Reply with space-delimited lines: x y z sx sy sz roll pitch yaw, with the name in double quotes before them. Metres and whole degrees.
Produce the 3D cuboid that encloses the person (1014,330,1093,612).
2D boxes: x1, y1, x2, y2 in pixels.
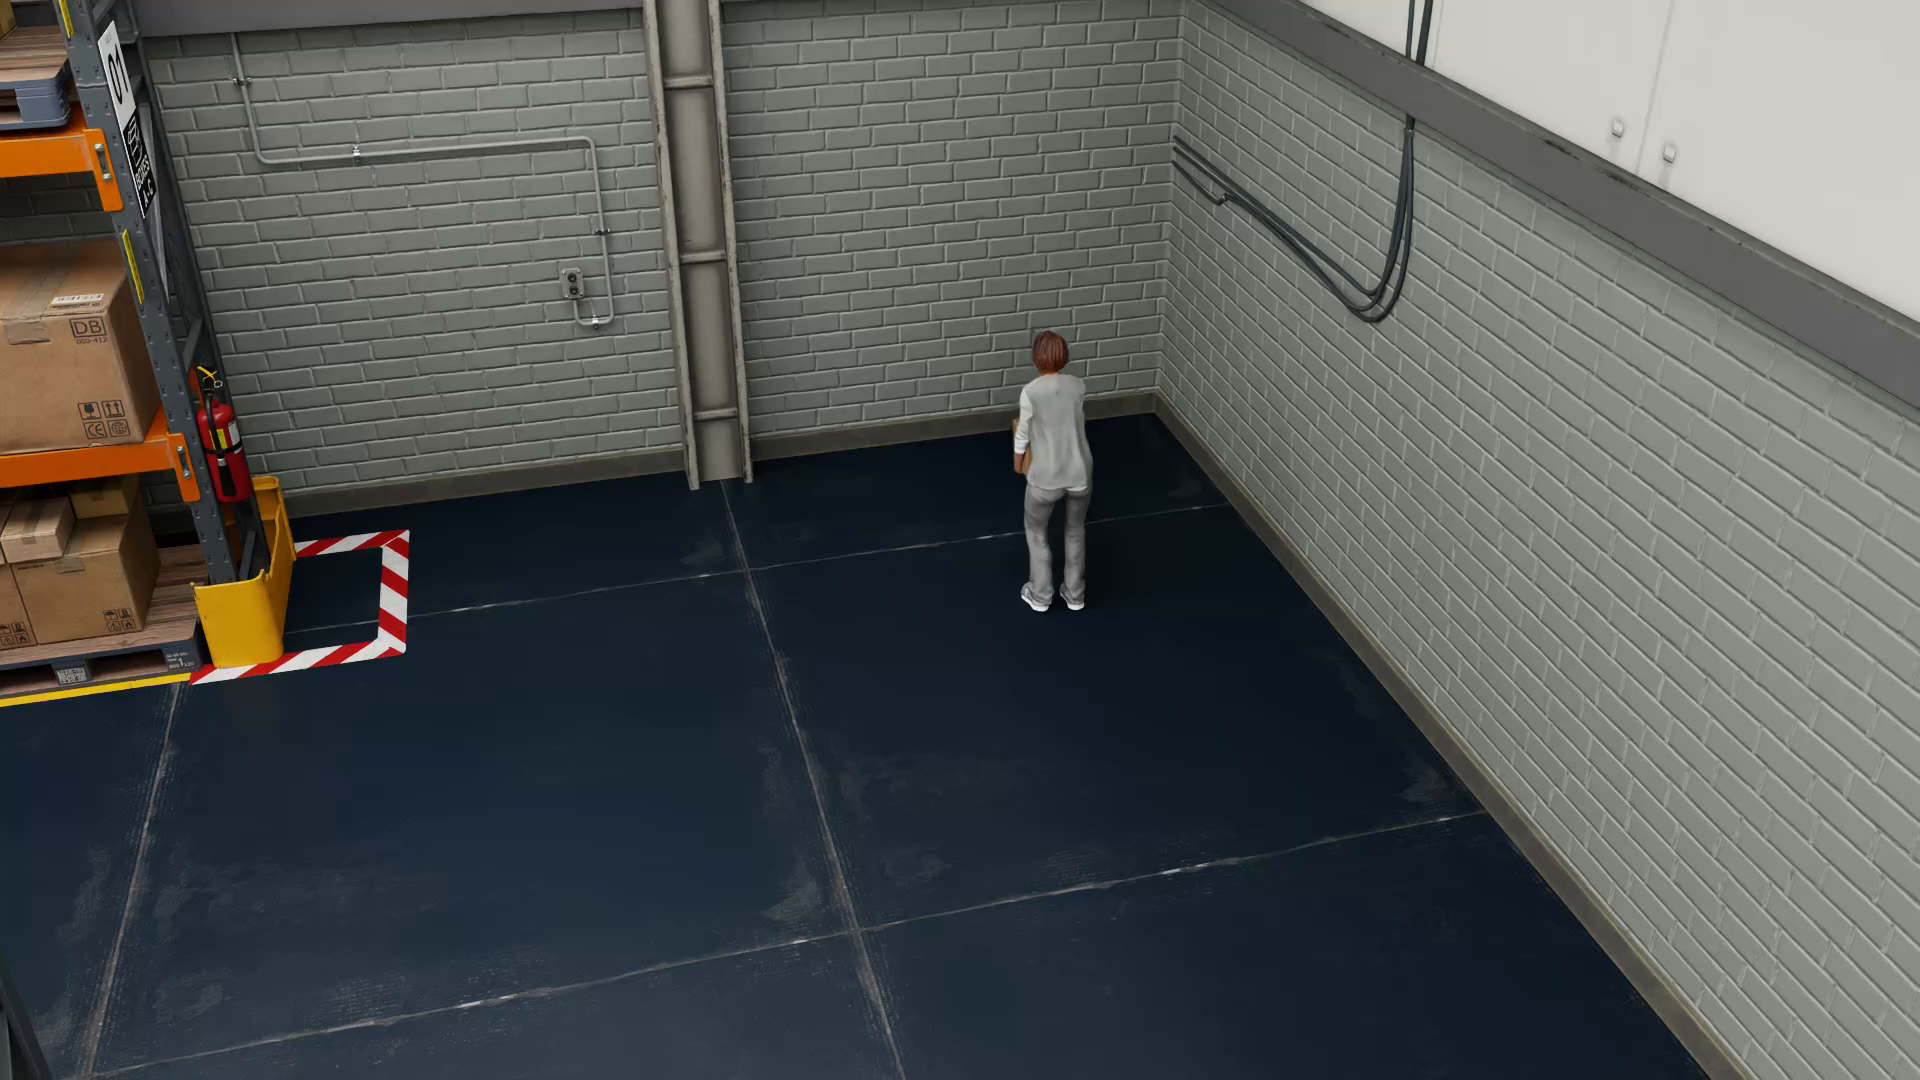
"person" 0.494 -0.350 8.870 0.373 1.560 0.532 -9 32 -14
